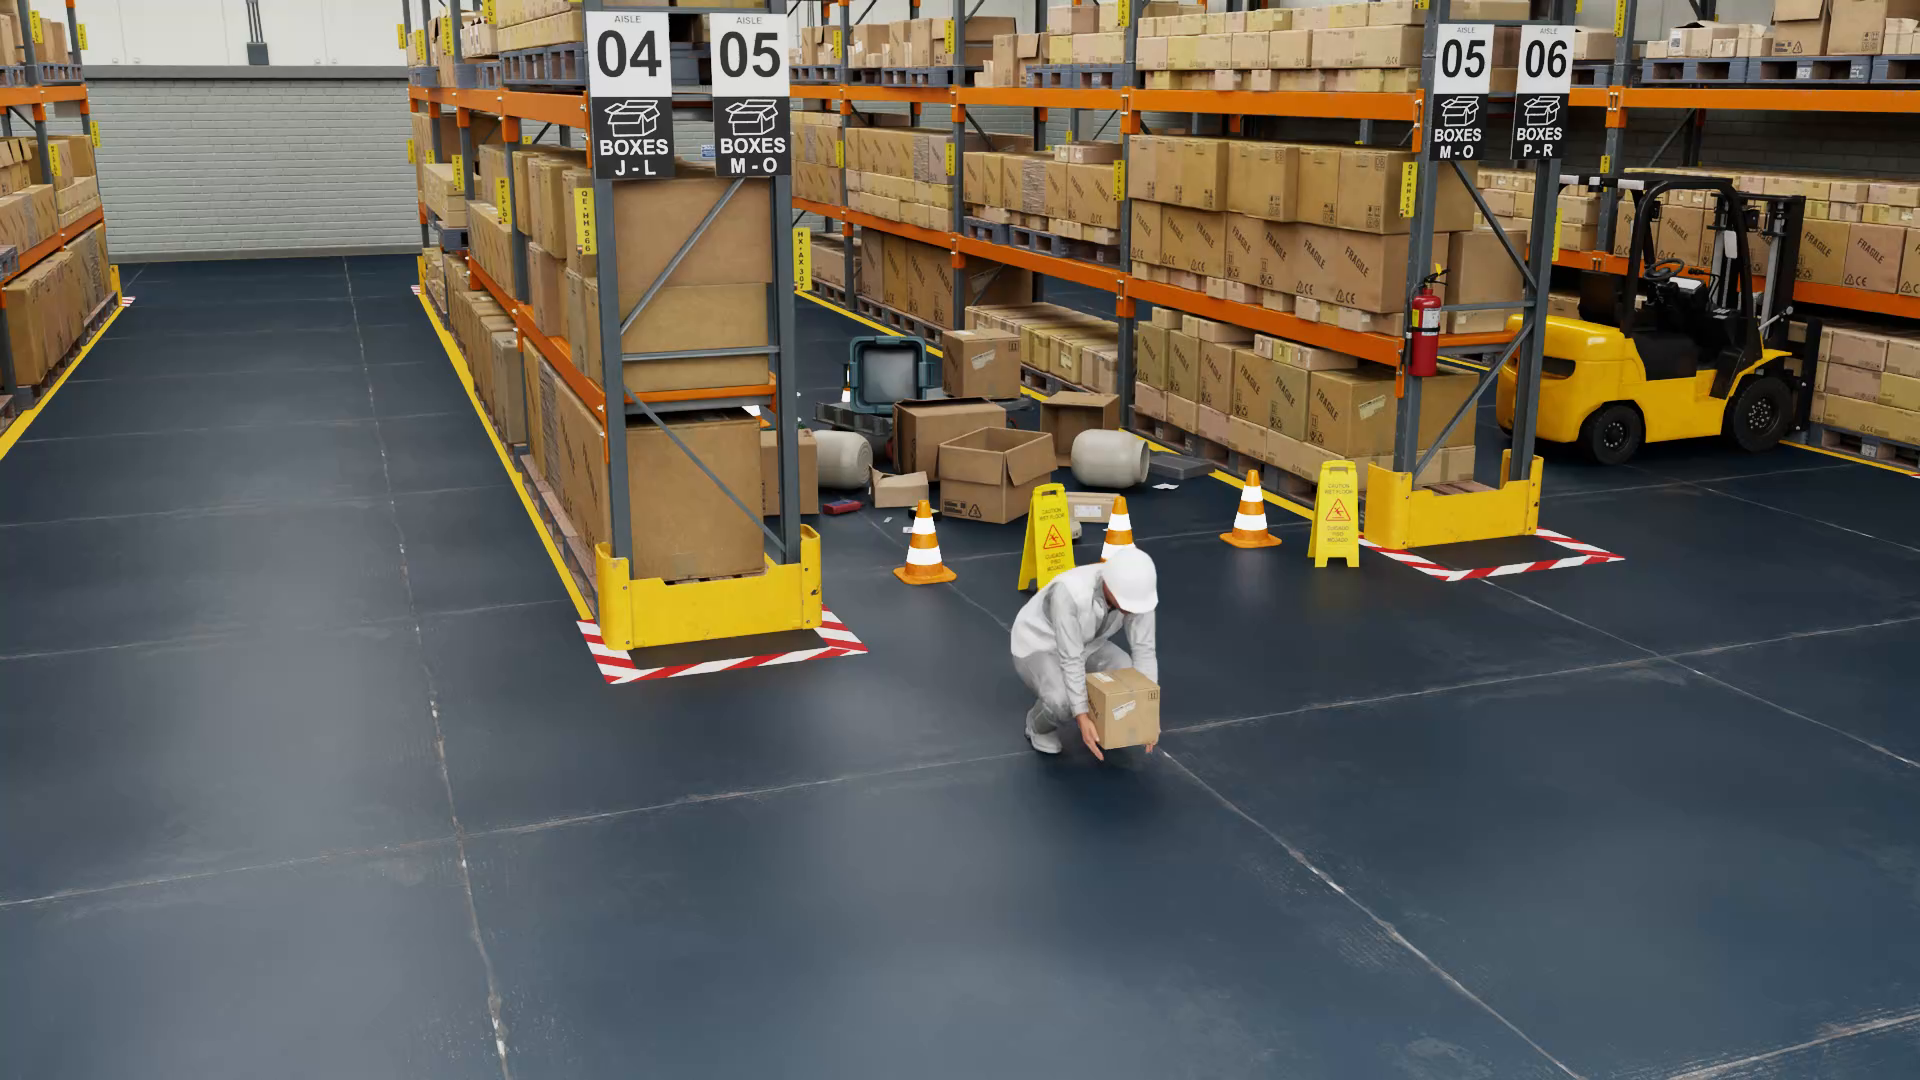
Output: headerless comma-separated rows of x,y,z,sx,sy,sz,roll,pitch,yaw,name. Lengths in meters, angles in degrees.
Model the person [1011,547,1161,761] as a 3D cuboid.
0.565,0.457,7.273,0.523,1.015,0.871,-6,17,-21,person
